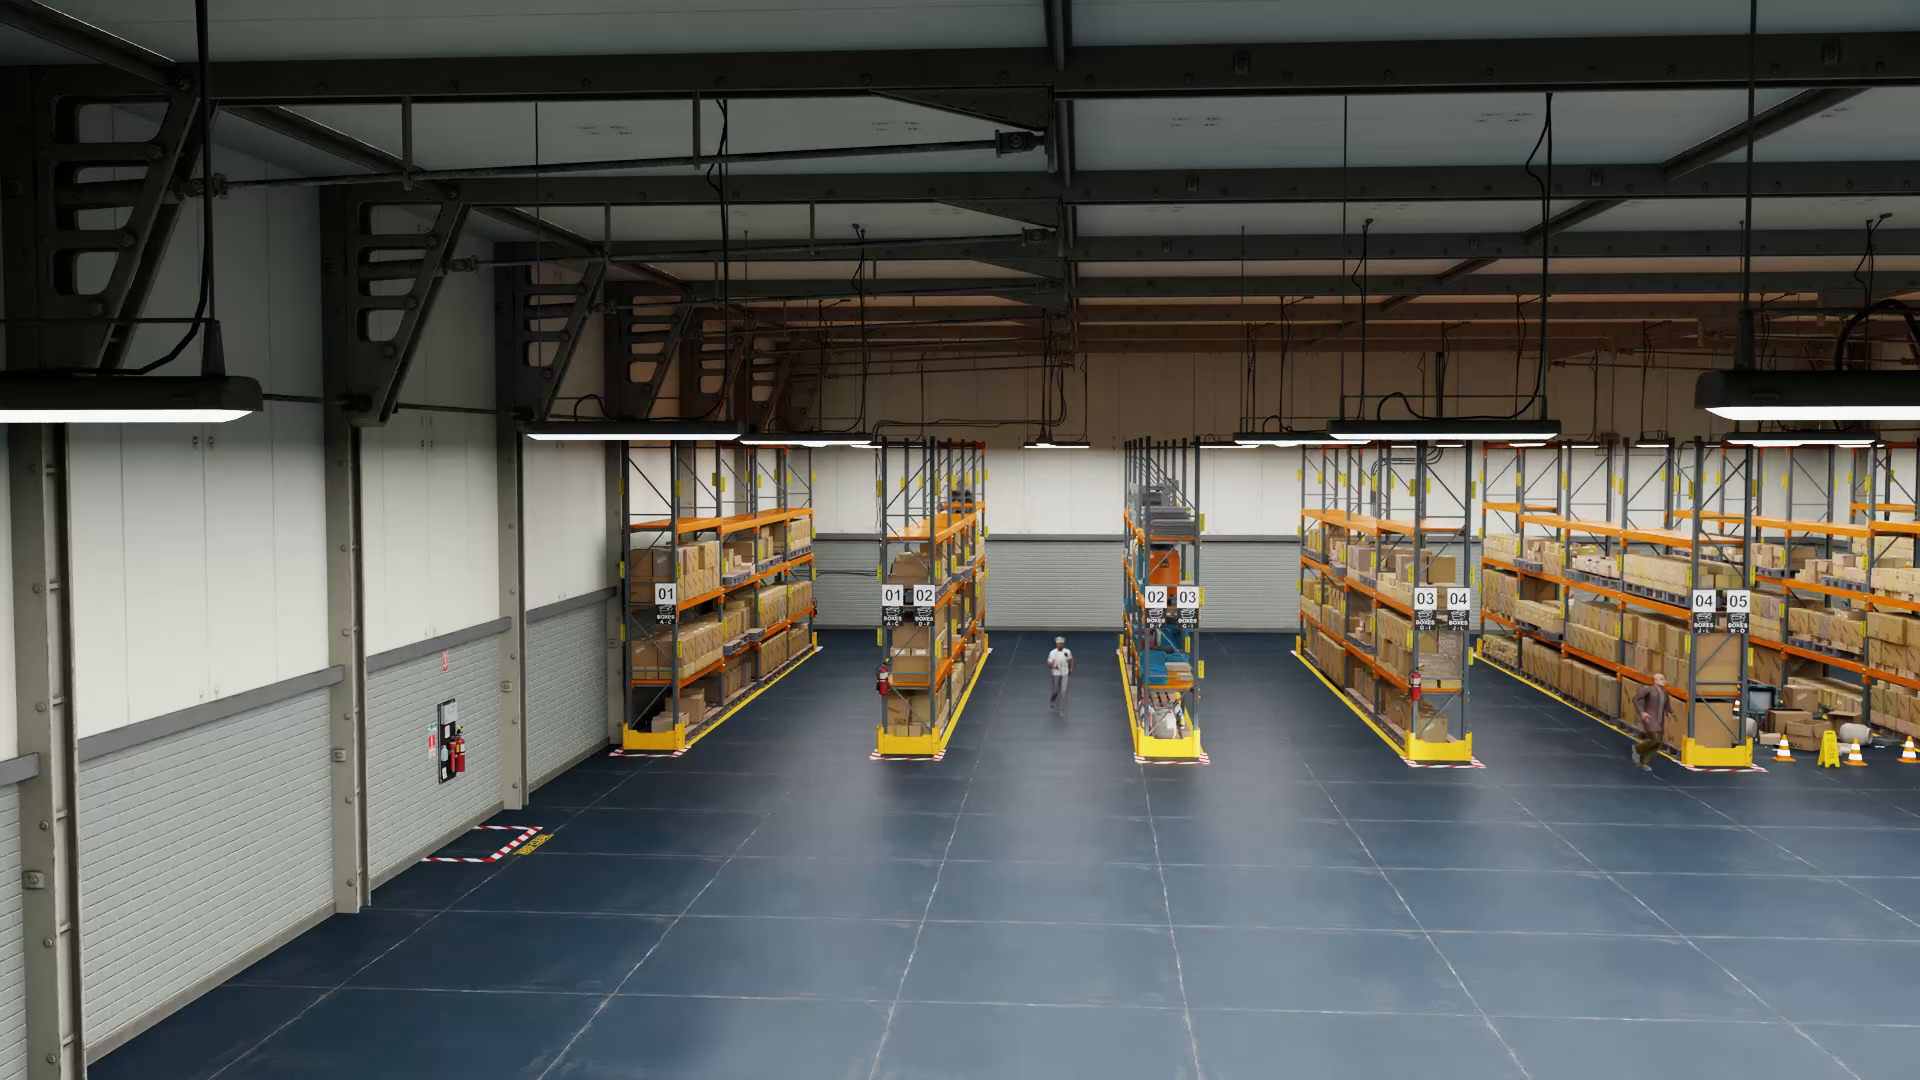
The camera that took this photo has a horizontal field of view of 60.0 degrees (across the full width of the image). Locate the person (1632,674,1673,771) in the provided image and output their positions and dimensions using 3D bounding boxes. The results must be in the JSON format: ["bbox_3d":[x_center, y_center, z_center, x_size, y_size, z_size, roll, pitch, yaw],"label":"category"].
[{"bbox_3d":[12.532,3.274,29.919,0.715,1.737,0.549,-2,3,-27],"label":"person"}]

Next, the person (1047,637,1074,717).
[{"bbox_3d":[2.186,2.945,36.201,0.589,1.710,0.918,0,3,-1],"label":"person"}]

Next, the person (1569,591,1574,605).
[{"bbox_3d":[17.427,2.326,47.394,0.688,1.750,0.705,0,3,5],"label":"person"}]
